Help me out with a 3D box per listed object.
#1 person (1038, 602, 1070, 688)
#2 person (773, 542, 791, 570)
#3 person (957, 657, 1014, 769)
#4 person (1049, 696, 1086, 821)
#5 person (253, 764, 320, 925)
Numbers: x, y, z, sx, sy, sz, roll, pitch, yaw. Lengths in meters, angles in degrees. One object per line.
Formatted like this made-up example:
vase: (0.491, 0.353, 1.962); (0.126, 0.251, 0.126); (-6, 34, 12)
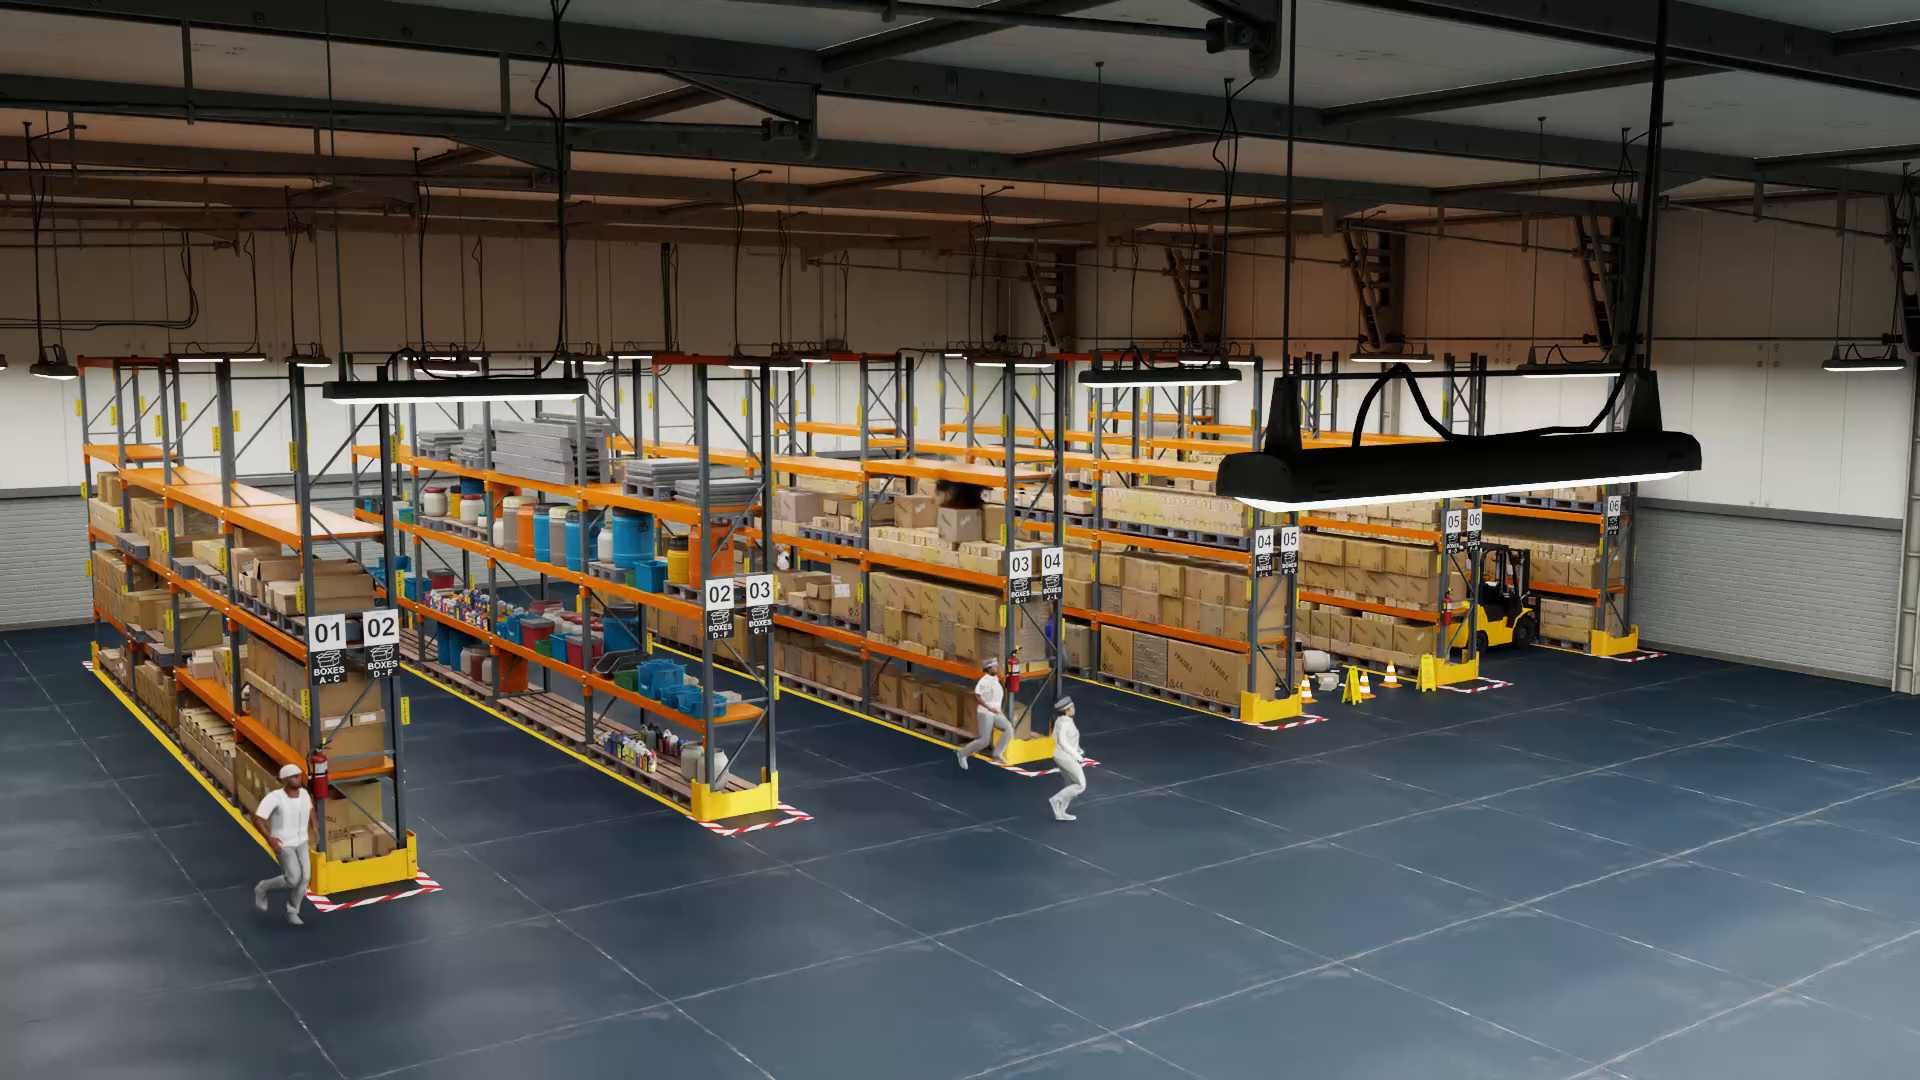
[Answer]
person: (1.655, 1.866, 29.244); (0.583, 1.547, 0.632); (-6, 9, -40)
person: (-4.118, 0.882, 37.770); (0.672, 1.795, 0.965); (-4, 8, -30)
person: (0.432, 2.492, 23.968); (0.837, 1.601, 0.642); (4, 8, 30)
person: (1.406, 2.874, 21.841); (0.539, 1.639, 0.595); (-1, 7, -12)
person: (-7.352, 3.293, 18.182); (0.595, 1.721, 0.730); (3, 7, 22)
